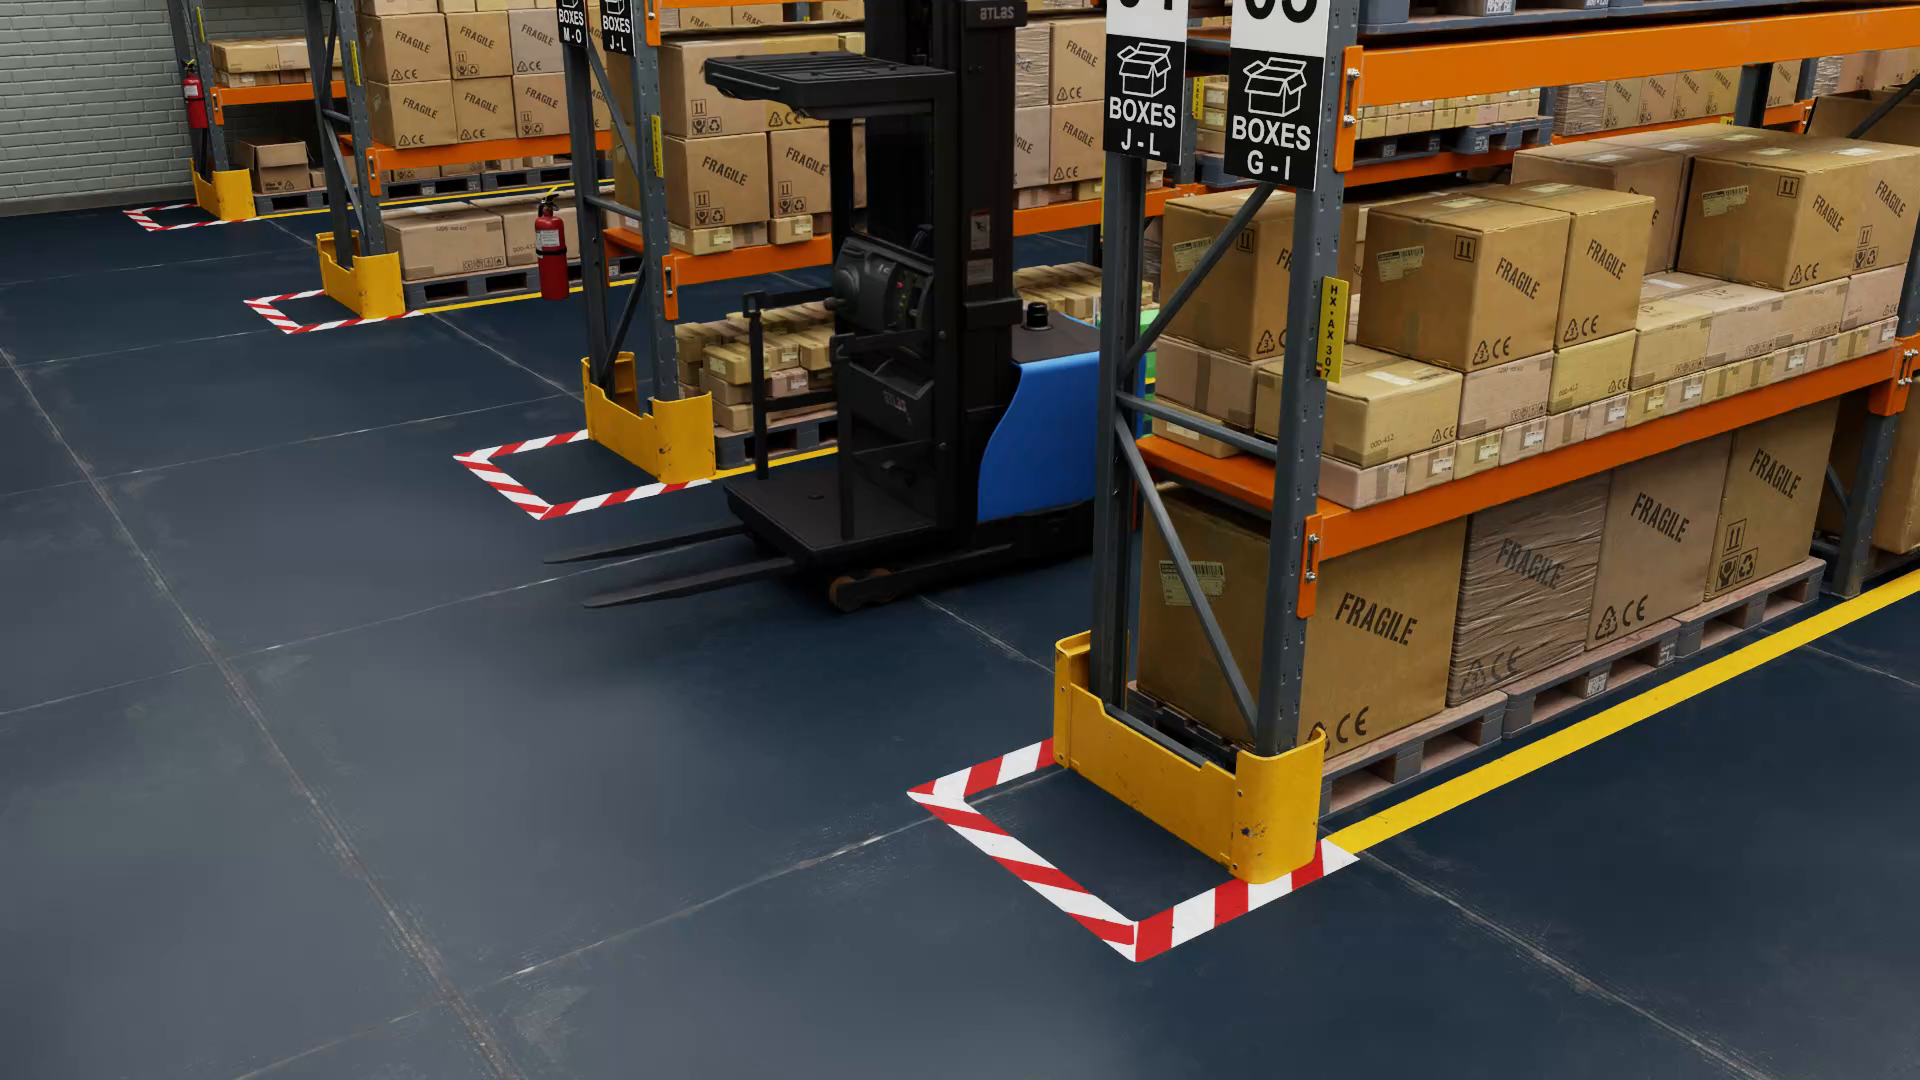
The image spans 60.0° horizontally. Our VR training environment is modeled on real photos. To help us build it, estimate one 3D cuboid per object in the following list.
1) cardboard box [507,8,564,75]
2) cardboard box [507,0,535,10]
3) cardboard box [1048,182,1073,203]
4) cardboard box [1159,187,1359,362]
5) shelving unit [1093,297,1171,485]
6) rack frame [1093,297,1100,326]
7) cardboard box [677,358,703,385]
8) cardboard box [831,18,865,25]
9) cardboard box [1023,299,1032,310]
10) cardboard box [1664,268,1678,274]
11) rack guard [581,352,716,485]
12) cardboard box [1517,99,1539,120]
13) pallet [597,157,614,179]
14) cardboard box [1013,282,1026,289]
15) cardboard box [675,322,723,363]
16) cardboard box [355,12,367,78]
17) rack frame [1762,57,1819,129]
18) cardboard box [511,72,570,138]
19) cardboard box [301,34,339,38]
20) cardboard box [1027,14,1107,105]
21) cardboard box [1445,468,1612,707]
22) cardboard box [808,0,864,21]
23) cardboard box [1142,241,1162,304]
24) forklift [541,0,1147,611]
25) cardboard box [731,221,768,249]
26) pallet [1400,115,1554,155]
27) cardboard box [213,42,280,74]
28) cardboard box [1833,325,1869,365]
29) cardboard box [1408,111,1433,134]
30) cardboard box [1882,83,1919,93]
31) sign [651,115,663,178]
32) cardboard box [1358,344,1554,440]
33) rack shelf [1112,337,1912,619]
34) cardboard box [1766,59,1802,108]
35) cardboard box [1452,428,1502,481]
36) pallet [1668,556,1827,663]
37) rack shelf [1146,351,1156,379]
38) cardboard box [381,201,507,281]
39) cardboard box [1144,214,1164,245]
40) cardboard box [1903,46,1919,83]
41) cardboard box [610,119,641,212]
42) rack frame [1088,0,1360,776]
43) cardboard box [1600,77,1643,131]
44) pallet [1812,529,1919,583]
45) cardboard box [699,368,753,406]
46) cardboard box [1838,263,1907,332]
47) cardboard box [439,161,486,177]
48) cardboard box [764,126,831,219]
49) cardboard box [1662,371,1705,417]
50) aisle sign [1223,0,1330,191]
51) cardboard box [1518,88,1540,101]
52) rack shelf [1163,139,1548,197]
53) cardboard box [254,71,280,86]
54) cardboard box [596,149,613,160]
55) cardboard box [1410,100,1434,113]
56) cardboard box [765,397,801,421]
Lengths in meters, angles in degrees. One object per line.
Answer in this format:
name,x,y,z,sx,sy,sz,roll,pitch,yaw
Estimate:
cardboard box,-3.554,-4.126,13.706,0.500,0.500,0.500,-15,26,-33
cardboard box,-3.654,-4.410,13.542,0.250,0.149,0.380,-15,26,-32
cardboard box,0.540,-2.356,11.091,0.250,0.149,0.380,-16,27,-34
cardboard box,1.091,-0.990,6.118,0.500,0.500,0.500,-15,26,-32
shelving unit,0.997,-0.757,9.175,0.503,1.200,0.258,-12,25,-28
rack frame,0.786,-0.711,9.060,0.015,1.200,0.240,-12,25,-28
cardboard box,-1.704,-1.112,10.513,0.250,0.149,0.380,-16,27,-34
cardboard box,-0.484,-3.066,10.646,0.500,0.500,0.500,-16,27,-35
cardboard box,0.340,-1.518,11.130,0.250,0.149,0.380,-16,27,-35
cardboard box,3.155,-1.194,7.641,0.500,0.250,0.500,-15,26,-33
rack guard,-1.904,-0.758,10.121,0.348,0.500,1.175,-15,26,-33
cardboard box,4.396,-3.467,13.310,0.250,0.149,0.380,-14,26,-32
pallet,-3.955,-4.620,20.190,1.213,0.211,1.003,-15,26,-33
cardboard box,0.248,-1.729,11.658,0.250,0.149,0.380,-16,27,-34
cardboard box,-1.684,-1.240,10.435,0.250,0.149,0.380,-15,26,-32
cardboard box,-4.686,-4.056,13.531,0.500,0.500,0.500,-14,26,-31
rack frame,7.775,-4.500,16.126,0.127,3.000,1.000,-15,26,-33
cardboard box,-3.564,-3.656,13.877,0.500,0.500,0.500,-15,26,-33
cardboard box,-6.798,-5.327,18.000,0.500,0.250,0.500,-14,26,-31
cardboard box,0.641,-3.121,10.784,0.500,0.500,0.500,-16,27,-34
cardboard box,2.061,0.044,7.039,0.875,0.875,0.875,-15,26,-33
cardboard box,-1.167,-4.755,15.281,0.500,0.500,0.500,-15,26,-32
cardboard box,1.735,-2.038,12.763,0.500,0.500,0.500,-16,26,-34
forklift,-0.558,-1.240,8.049,3.031,2.935,1.130,-12,25,-28
cardboard box,-1.329,-1.825,9.761,0.250,0.149,0.380,-14,26,-31
pallet,4.012,-3.359,13.525,1.003,0.211,1.213,-15,26,-33
cardboard box,-7.315,-4.948,17.050,0.500,0.250,0.500,-15,26,-33
cardboard box,3.831,-0.917,7.486,0.250,0.149,0.380,-14,26,-32
cardboard box,3.352,-3.191,12.619,0.250,0.149,0.380,-14,26,-31
cardboard box,5.174,-2.052,8.504,0.637,0.503,0.797,-15,26,-32
sign,-1.649,-2.141,9.047,0.005,0.325,0.100,-15,26,-33
cardboard box,1.814,-0.594,6.139,0.500,0.250,0.500,-15,26,-33
rack shelf,2.473,-0.487,7.040,4.000,0.370,1.077,-15,26,-33
cardboard box,7.508,-4.353,15.622,0.500,0.500,0.500,-15,26,-33
cardboard box,1.745,-0.361,6.092,0.250,0.149,0.380,-16,27,-34
pallet,3.433,0.182,8.155,1.213,0.211,1.003,-15,26,-33
rack shelf,0.997,-0.921,9.110,0.480,0.148,0.258,-12,25,-28
cardboard box,-4.461,-2.548,14.124,0.875,0.438,0.875,-16,27,-35
cardboard box,1.738,-2.388,12.627,0.500,0.250,0.500,-16,27,-34
cardboard box,9.380,-5.005,17.190,0.500,0.550,0.875,-15,26,-33
cardboard box,-1.751,-2.262,9.981,0.500,0.500,0.500,-14,26,-32
rack frame,0.849,-0.388,5.822,0.127,3.000,1.000,-15,26,-33
cardboard box,5.461,-3.807,14.255,0.500,0.500,0.500,-15,26,-33
pallet,4.678,-0.149,8.984,1.213,0.211,1.003,-15,26,-33
cardboard box,-1.390,-0.948,10.102,0.250,0.149,0.380,-14,26,-31
cardboard box,3.891,-1.148,7.527,0.500,0.250,0.500,-15,26,-34
cardboard box,-5.729,-4.398,18.677,0.500,0.500,0.700,-16,27,-35
cardboard box,-1.020,-2.225,9.888,0.500,0.500,0.500,-15,26,-33
cardboard box,2.790,-0.640,6.791,0.250,0.149,0.380,-14,26,-32
aisle sign,0.966,-1.490,5.075,0.004,0.787,0.394,-15,26,-33
cardboard box,4.393,-3.607,13.258,0.250,0.149,0.380,-14,26,-32
rack shelf,2.905,-2.867,13.004,4.000,0.370,1.077,-15,26,-33
cardboard box,-7.234,-4.803,17.225,0.250,0.149,0.380,-14,26,-32
cardboard box,-4.069,-4.799,19.682,0.500,0.500,0.500,-14,25,-31
cardboard box,3.347,-3.327,12.557,0.250,0.149,0.380,-14,26,-32
cardboard box,-1.189,-0.872,10.314,0.250,0.149,0.380,-15,26,-33
